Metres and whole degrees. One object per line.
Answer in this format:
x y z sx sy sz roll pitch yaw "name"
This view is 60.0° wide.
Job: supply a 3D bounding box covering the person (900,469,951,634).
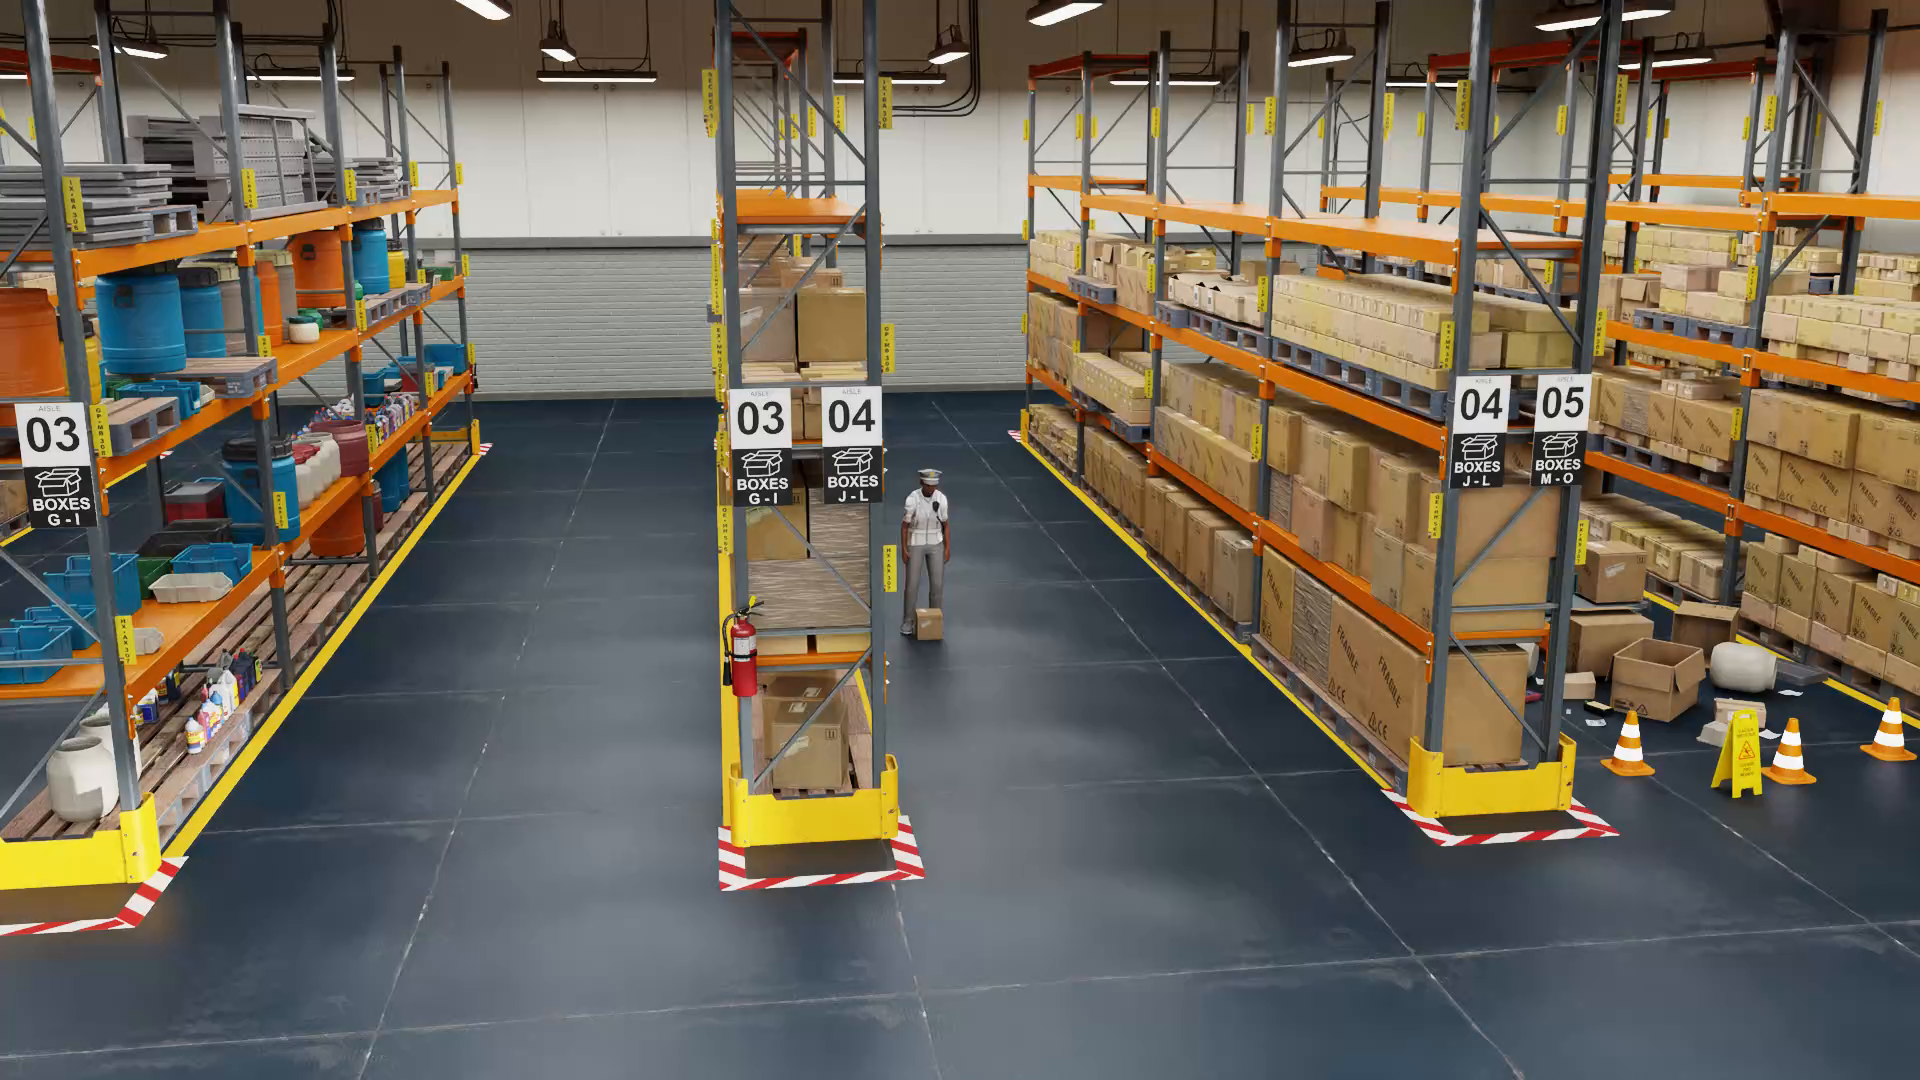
-0.344 0.104 16.541 0.532 1.662 0.322 -3 14 -12 "person"
